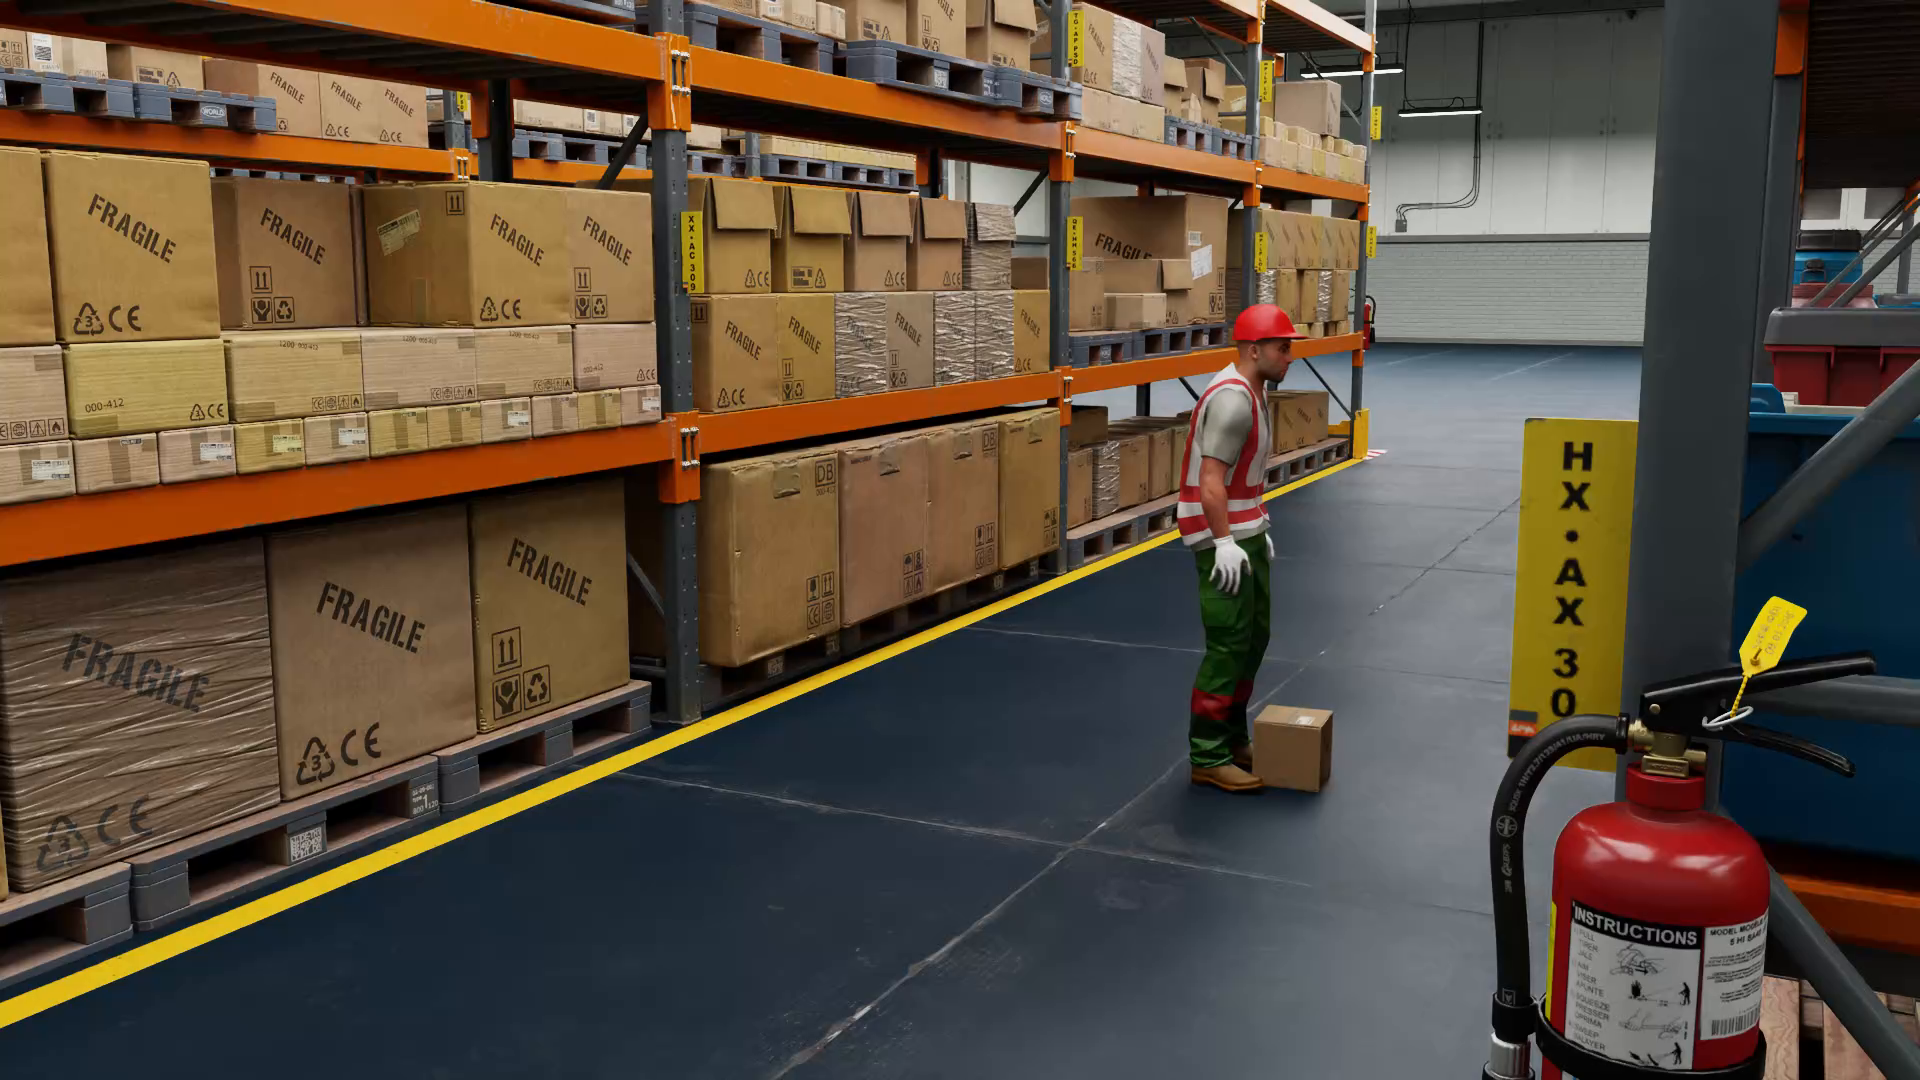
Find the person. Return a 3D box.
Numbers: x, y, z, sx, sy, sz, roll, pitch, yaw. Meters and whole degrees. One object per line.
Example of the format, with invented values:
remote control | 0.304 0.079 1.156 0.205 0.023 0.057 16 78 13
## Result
person | 1.053 0.011 6.247 0.452 1.778 0.613 4 10 23
